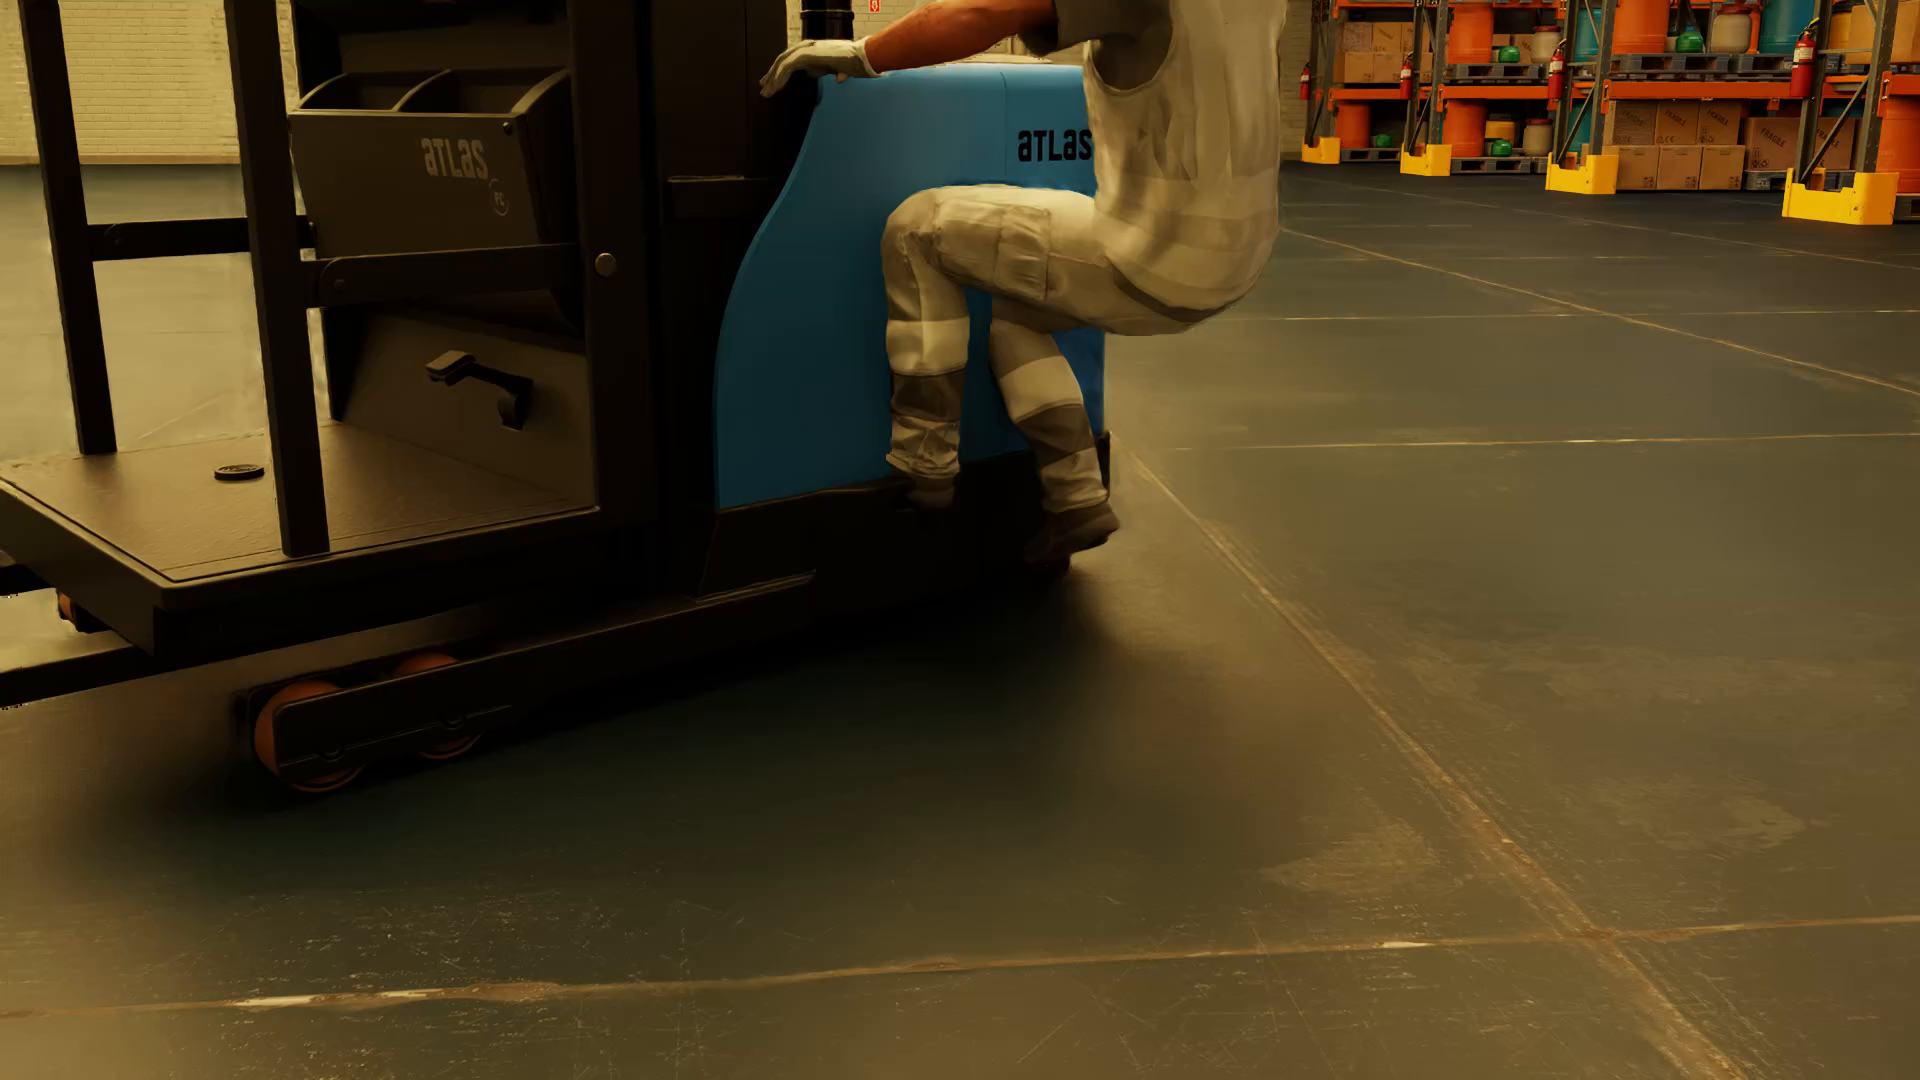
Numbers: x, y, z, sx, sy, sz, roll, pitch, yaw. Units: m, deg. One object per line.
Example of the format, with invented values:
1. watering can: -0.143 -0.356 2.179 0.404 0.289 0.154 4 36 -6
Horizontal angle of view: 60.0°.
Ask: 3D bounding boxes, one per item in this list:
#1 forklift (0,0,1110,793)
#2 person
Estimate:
1. forklift: -1.100 -1.187 2.687 3.031 2.935 1.130 -13 20 -41
2. person: 0.162 -0.632 3.092 0.859 1.499 1.136 7 16 26
